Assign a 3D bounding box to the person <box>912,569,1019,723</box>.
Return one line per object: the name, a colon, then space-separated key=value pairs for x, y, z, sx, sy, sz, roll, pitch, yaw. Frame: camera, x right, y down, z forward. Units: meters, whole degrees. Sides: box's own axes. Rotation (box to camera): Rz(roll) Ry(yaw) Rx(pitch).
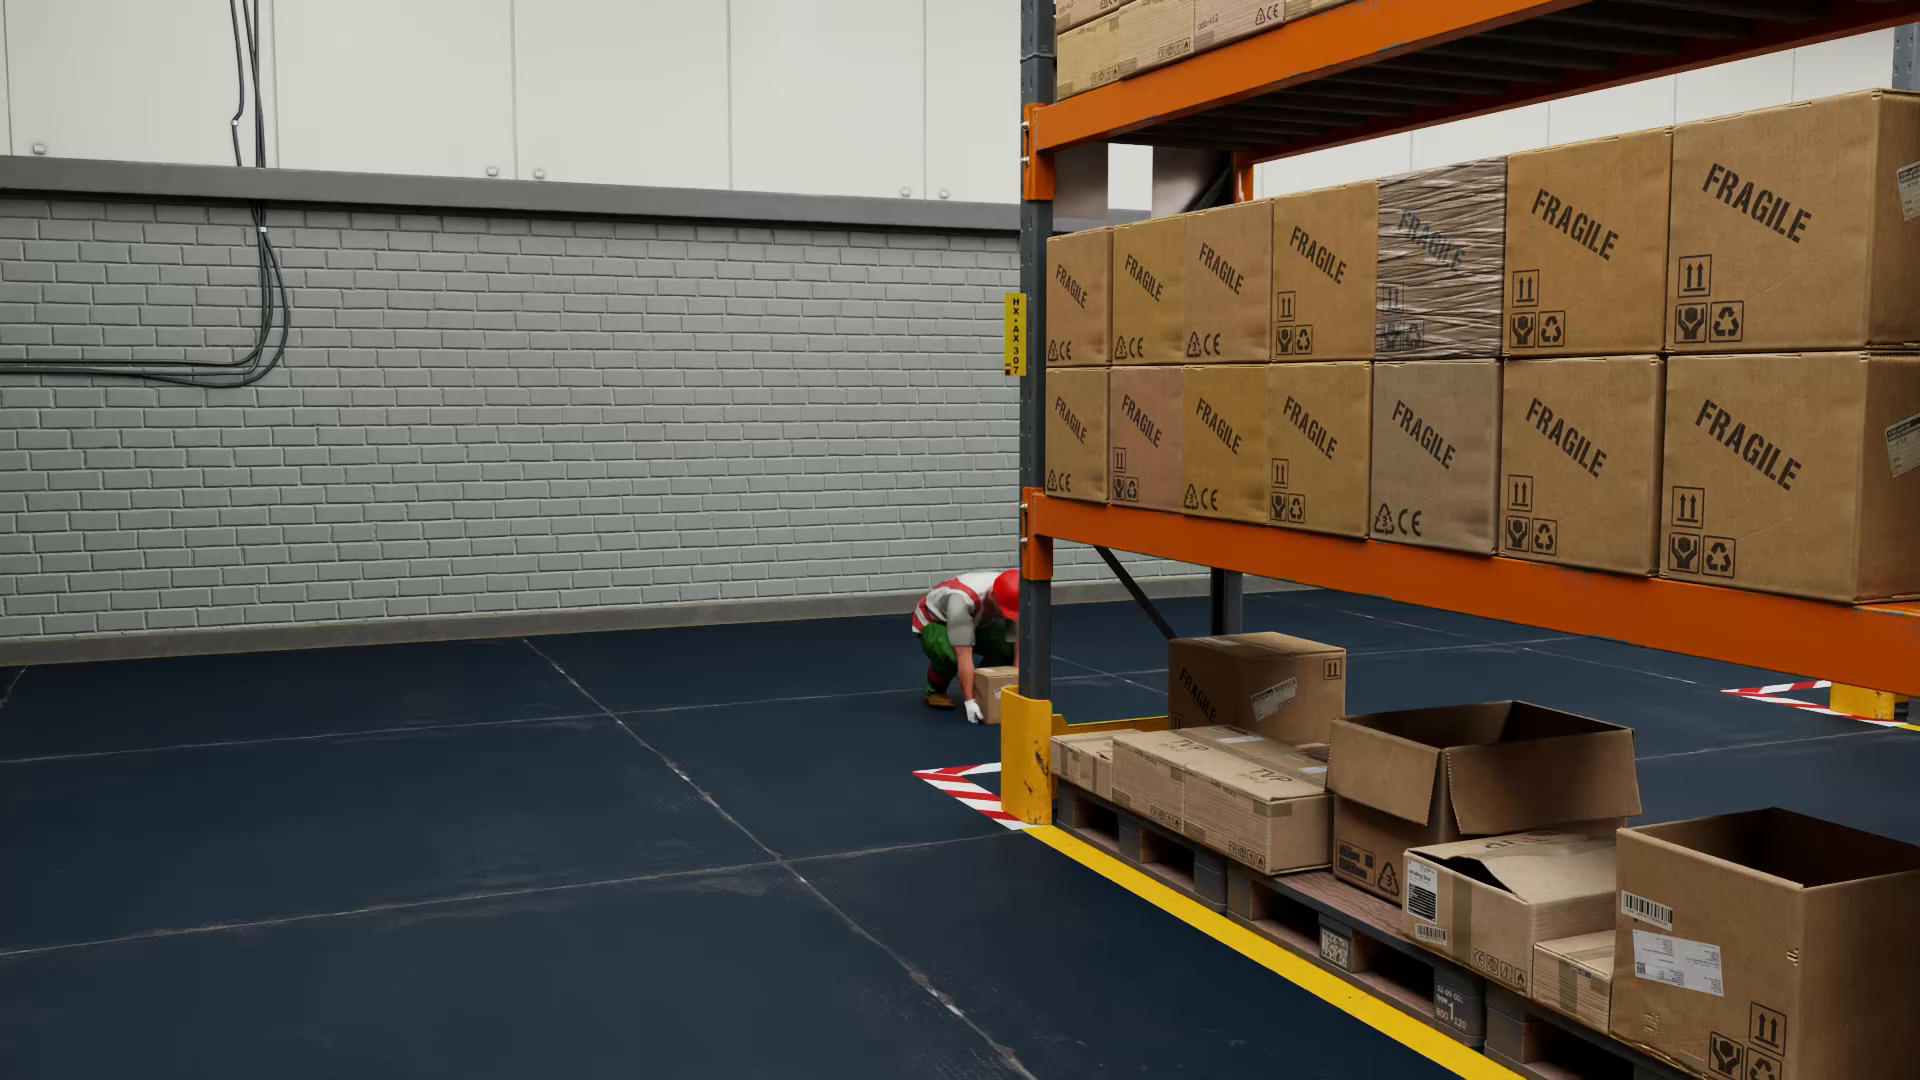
person: x=0.085 y=0.565 z=8.917 sx=0.553 sy=0.885 sz=0.919 roll=-2 pitch=6 yaw=-24
